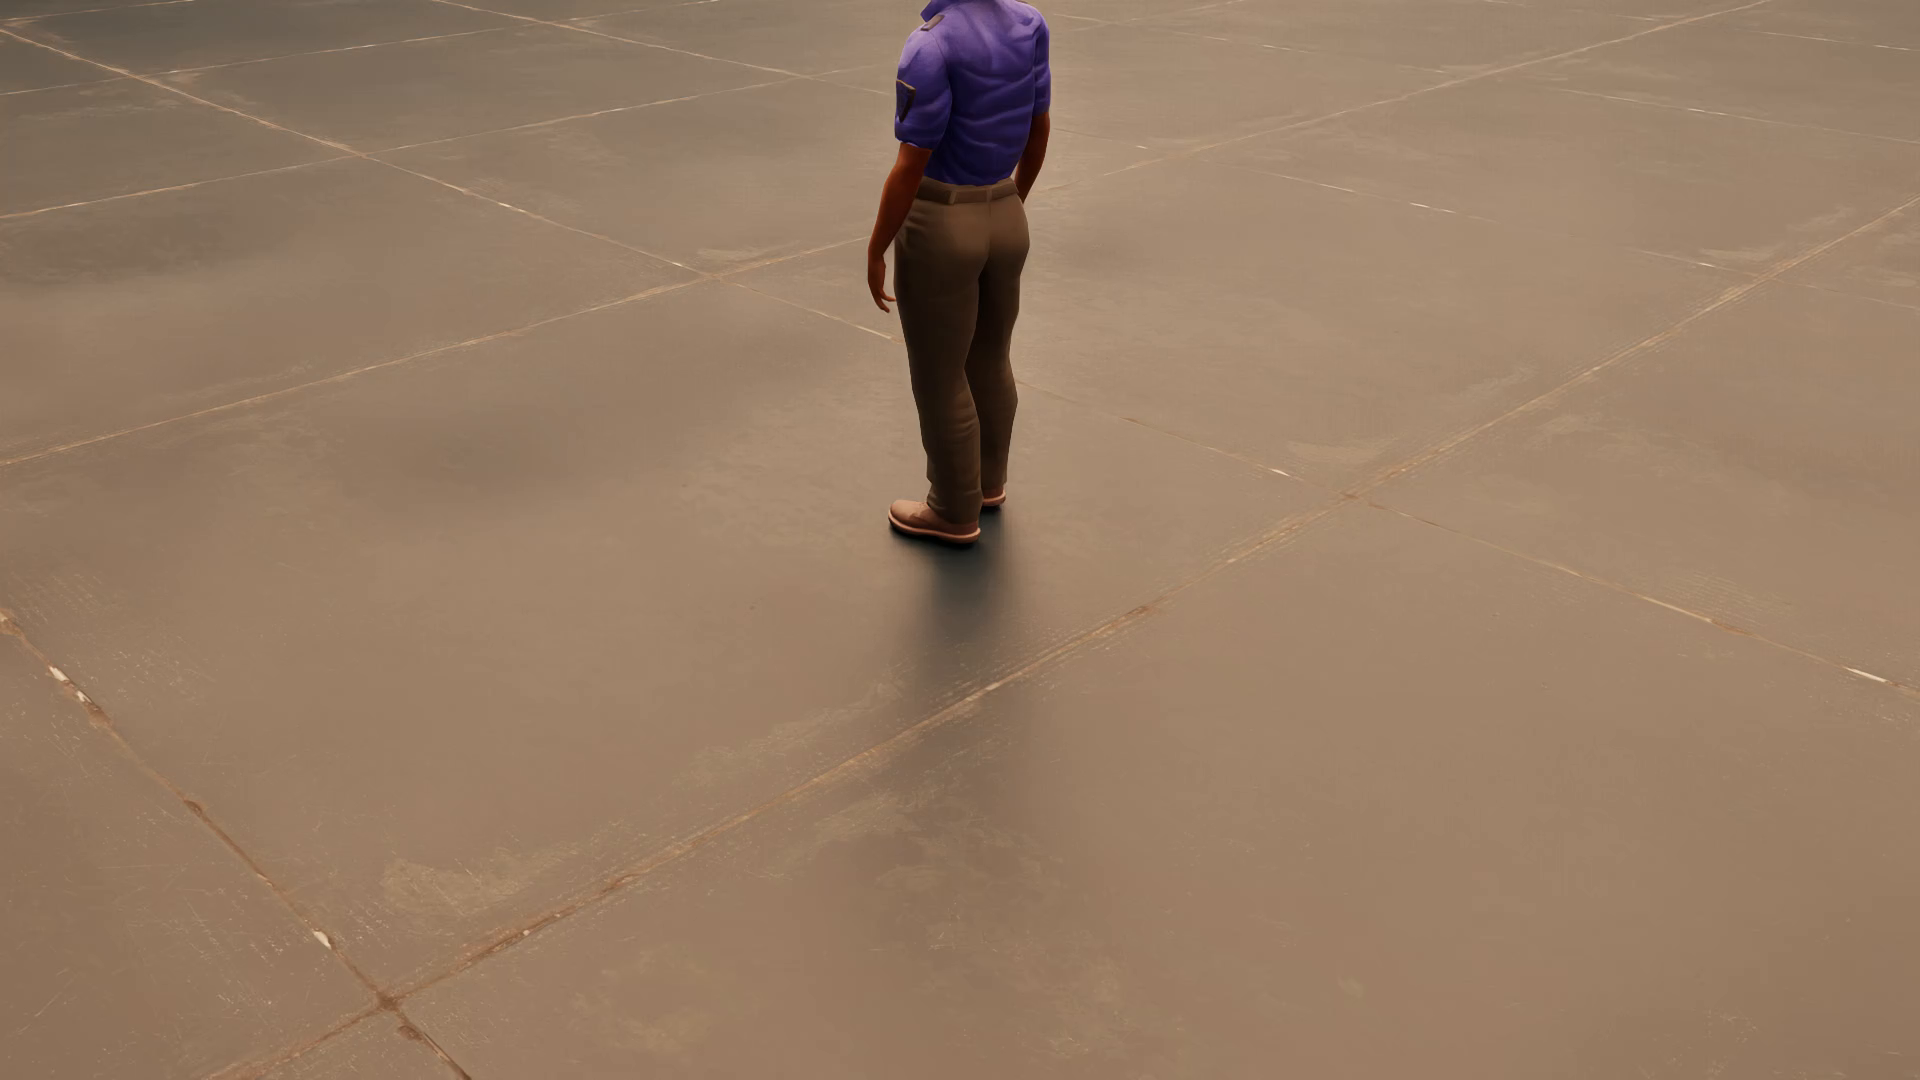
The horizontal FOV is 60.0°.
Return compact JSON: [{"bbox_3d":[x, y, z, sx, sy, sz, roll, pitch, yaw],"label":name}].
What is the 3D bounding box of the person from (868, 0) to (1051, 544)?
[{"bbox_3d":[-0.048,-0.783,4.243,0.569,1.654,0.504,-24,35,-39],"label":"person"}]
